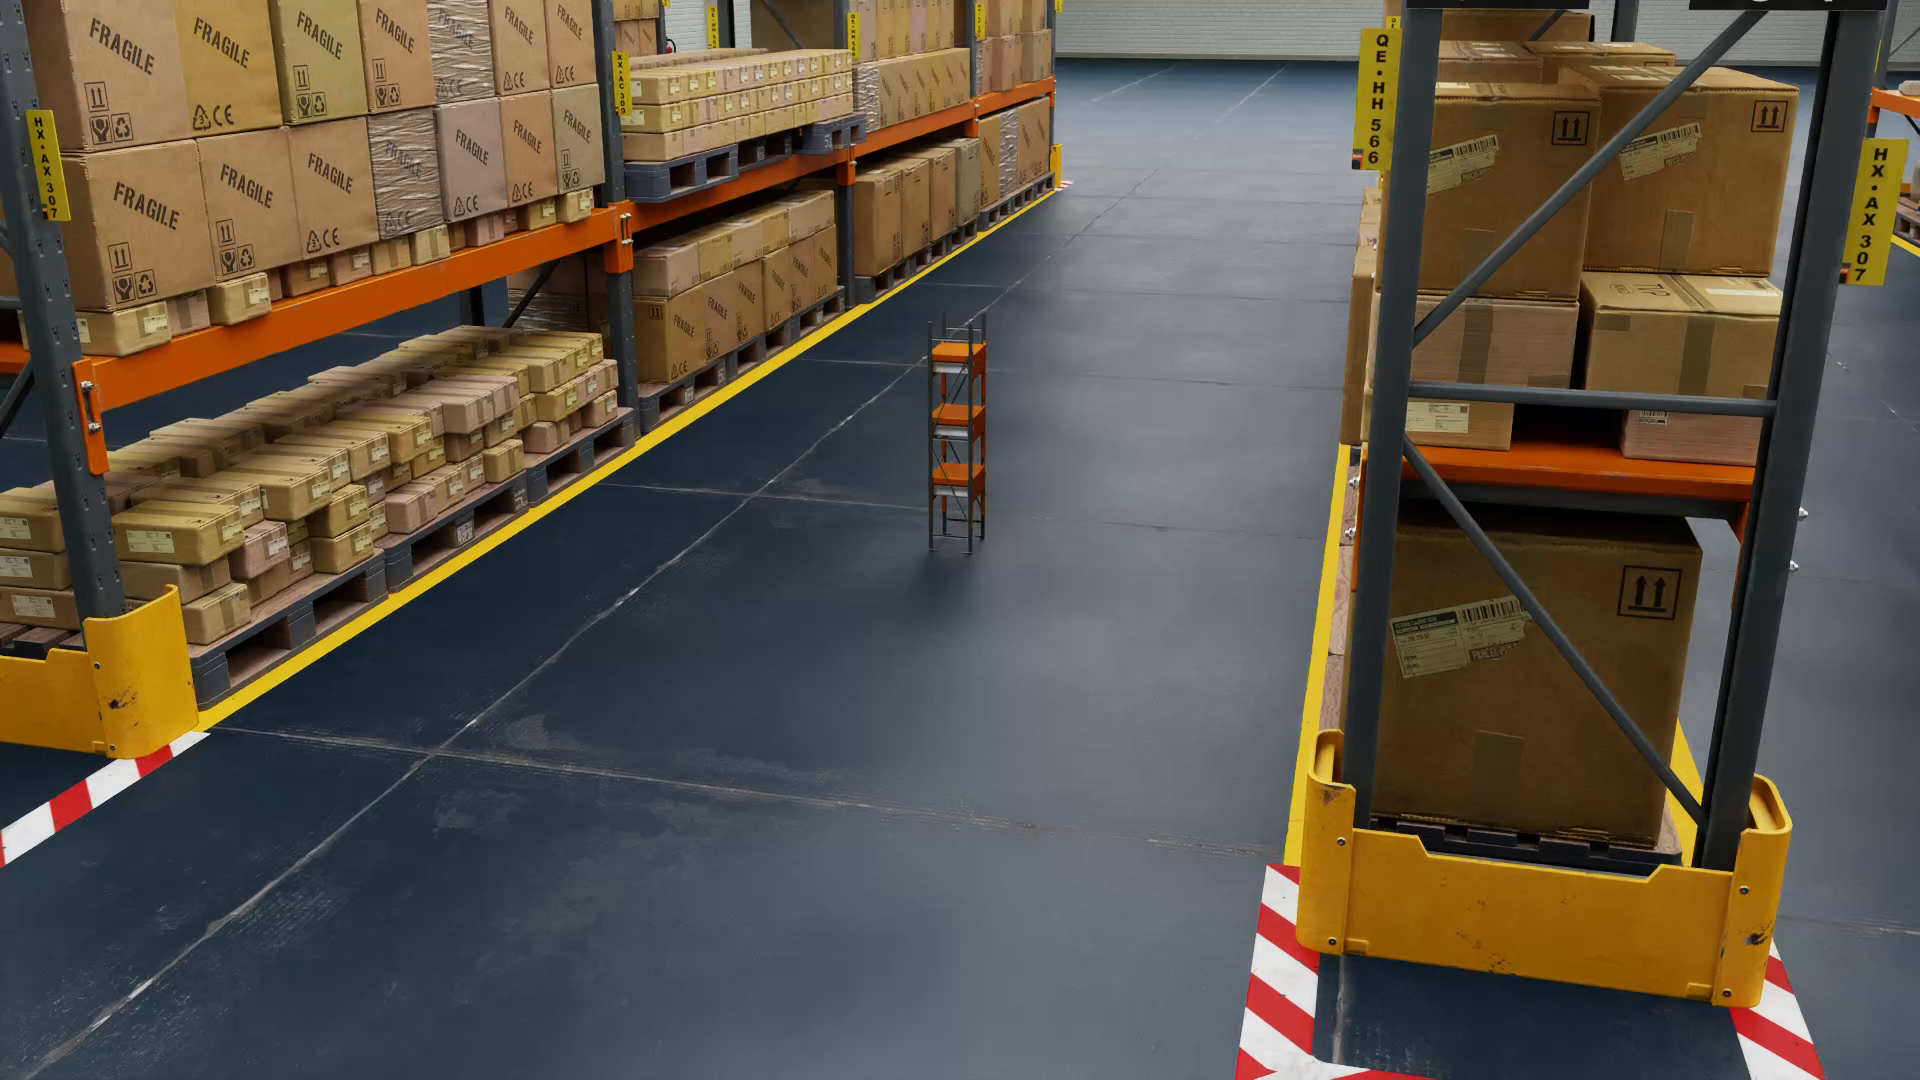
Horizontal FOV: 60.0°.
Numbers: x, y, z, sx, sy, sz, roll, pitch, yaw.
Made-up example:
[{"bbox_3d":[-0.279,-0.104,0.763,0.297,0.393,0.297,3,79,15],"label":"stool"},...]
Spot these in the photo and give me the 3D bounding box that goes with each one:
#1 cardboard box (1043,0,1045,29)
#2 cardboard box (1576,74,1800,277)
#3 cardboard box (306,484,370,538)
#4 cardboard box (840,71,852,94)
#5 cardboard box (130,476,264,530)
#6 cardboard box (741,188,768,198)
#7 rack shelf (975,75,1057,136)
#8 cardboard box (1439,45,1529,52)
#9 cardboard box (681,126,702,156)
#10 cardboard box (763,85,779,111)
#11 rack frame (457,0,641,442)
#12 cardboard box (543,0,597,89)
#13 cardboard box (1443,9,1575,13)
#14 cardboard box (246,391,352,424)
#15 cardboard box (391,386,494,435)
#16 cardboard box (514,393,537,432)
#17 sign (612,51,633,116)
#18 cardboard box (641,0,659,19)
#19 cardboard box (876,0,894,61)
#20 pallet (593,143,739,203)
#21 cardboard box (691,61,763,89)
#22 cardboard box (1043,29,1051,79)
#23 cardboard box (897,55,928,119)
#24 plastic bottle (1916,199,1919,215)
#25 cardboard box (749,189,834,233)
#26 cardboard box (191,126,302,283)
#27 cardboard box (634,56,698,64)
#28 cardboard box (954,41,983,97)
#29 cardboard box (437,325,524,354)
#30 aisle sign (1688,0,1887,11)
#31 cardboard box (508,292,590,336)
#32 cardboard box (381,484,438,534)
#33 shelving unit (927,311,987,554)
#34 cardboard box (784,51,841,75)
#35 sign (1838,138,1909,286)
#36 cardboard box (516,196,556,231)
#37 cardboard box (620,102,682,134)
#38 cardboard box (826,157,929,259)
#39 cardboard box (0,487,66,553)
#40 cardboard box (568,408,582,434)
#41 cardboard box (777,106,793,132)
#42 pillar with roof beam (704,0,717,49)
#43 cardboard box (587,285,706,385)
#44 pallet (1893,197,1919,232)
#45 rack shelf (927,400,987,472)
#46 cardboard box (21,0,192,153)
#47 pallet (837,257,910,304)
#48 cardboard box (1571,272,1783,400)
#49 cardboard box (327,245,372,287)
[{"bbox_3d":[0.509,-6.242,19.419,0.875,0.550,0.550,5,19,13],"label":"cardboard box"},{"bbox_3d":[2.015,-1.045,4.719,0.500,0.500,0.500,4,19,12],"label":"cardboard box"},{"bbox_3d":[-2.631,-0.129,6.727,0.380,0.149,0.250,5,20,15],"label":"cardboard box"},{"bbox_3d":[-0.996,-3.295,11.974,0.380,0.149,0.250,5,20,15],"label":"cardboard box"},{"bbox_3d":[-2.863,-0.123,6.246,0.380,0.149,0.250,5,19,14],"label":"cardboard box"},{"bbox_3d":[-1.720,-2.439,12.246,0.500,0.250,0.500,4,19,11],"label":"cardboard box"},{"bbox_3d":[0.149,-4.806,18.230,1.077,0.370,4.000,5,19,13],"label":"rack shelf"},{"bbox_3d":[1.998,-1.730,6.722,0.500,0.500,0.500,5,19,13],"label":"cardboard box"},{"bbox_3d":[-1.690,-2.266,9.421,0.380,0.149,0.250,5,19,14],"label":"cardboard box"},{"bbox_3d":[-1.372,-2.810,10.553,0.380,0.149,0.250,4,19,12],"label":"cardboard box"},{"bbox_3d":[-2.294,-2.012,8.937,1.000,3.000,0.127,5,19,13],"label":"rack frame"},{"bbox_3d":[-2.147,-2.504,8.217,0.500,0.500,0.500,4,19,11],"label":"cardboard box"},{"bbox_3d":[2.818,-2.526,8.735,0.797,0.503,0.637,5,19,14],"label":"cardboard box"},{"bbox_3d":[-2.986,-0.564,7.538,0.380,0.149,0.250,5,19,14],"label":"cardboard box"},{"bbox_3d":[-2.376,-0.596,7.633,0.380,0.149,0.250,4,19,11],"label":"cardboard box"},{"bbox_3d":[-2.322,-0.636,8.211,0.380,0.149,0.250,5,19,14],"label":"cardboard box"},{"bbox_3d":[-1.766,-2.381,8.679,0.100,0.325,0.005,5,19,13],"label":"sign"},{"bbox_3d":[-4.100,-6.616,20.256,0.700,0.500,0.500,4,19,12],"label":"cardboard box"},{"bbox_3d":[-0.952,-4.246,13.775,0.700,0.500,0.500,4,19,13],"label":"cardboard box"},{"bbox_3d":[-1.966,-2.149,9.636,1.003,0.211,1.213,5,19,13],"label":"pallet"},{"bbox_3d":[-1.437,-2.866,10.256,0.380,0.149,0.250,5,20,15],"label":"cardboard box"},{"bbox_3d":[0.591,-5.724,19.574,0.875,0.550,0.550,5,19,13],"label":"cardboard box"},{"bbox_3d":[-0.577,-3.906,14.328,0.500,0.500,0.500,4,19,13],"label":"cardboard box"},{"bbox_3d":[9.480,-3.332,16.342,0.097,0.271,0.097,0,19,0],"label":"plastic bottle"},{"bbox_3d":[-1.230,-2.401,12.135,0.500,0.250,0.500,4,19,12],"label":"cardboard box"},{"bbox_3d":[-2.788,-1.235,6.048,0.500,0.500,0.500,5,19,13],"label":"cardboard box"},{"bbox_3d":[-1.937,-3.085,10.899,0.380,0.149,0.250,5,20,15],"label":"cardboard box"},{"bbox_3d":[-0.261,-4.707,16.595,0.875,0.550,0.550,5,19,13],"label":"cardboard box"},{"bbox_3d":[-2.579,-1.051,8.966,0.380,0.149,0.250,5,20,16],"label":"cardboard box"},{"bbox_3d":[1.787,-1.519,3.472,0.394,0.787,0.004,5,19,13],"label":"aisle sign"},{"bbox_3d":[-2.358,-1.280,10.011,0.500,0.500,0.500,4,19,12],"label":"cardboard box"},{"bbox_3d":[-2.511,-0.144,7.229,0.380,0.149,0.250,4,19,11],"label":"cardboard box"},{"bbox_3d":[-0.013,-0.480,7.469,0.215,1.050,0.252,5,19,13],"label":"shelving unit"},{"bbox_3d":[-1.056,-3.359,11.699,0.380,0.149,0.250,4,19,13],"label":"cardboard box"},{"bbox_3d":[2.050,-0.736,3.741,0.100,0.325,0.005,5,19,13],"label":"sign"},{"bbox_3d":[-2.218,-1.617,8.169,0.380,0.149,0.250,5,20,16],"label":"cardboard box"},{"bbox_3d":[-1.752,-2.320,9.117,0.380,0.149,0.250,5,19,14],"label":"cardboard box"},{"bbox_3d":[-0.871,-2.858,14.245,1.050,0.750,0.750,5,19,14],"label":"cardboard box"},{"bbox_3d":[-3.388,-0.075,6.108,0.380,0.149,0.250,5,19,14],"label":"cardboard box"},{"bbox_3d":[-2.204,-0.637,8.672,0.380,0.149,0.250,5,20,15],"label":"cardboard box"},{"bbox_3d":[-1.310,-2.753,10.846,0.380,0.149,0.250,5,20,15],"label":"cardboard box"},{"bbox_3d":[-1.473,-14.517,36.267,9.100,9.000,0.400,5,19,13],"label":"pillar with roof beam"},{"bbox_3d":[-1.857,-1.238,9.890,0.500,0.500,0.500,5,20,16],"label":"cardboard box"},{"bbox_3d":[10.049,-3.357,17.190,1.003,0.211,1.213,5,19,13],"label":"pallet"},{"bbox_3d":[-0.013,-0.470,7.472,0.215,0.259,0.240,5,19,13],"label":"rack shelf"},{"bbox_3d":[-2.904,-1.539,5.391,0.500,0.500,0.500,5,19,13],"label":"cardboard box"},{"bbox_3d":[-1.051,-2.187,13.765,1.003,0.211,1.213,5,19,13],"label":"pallet"},{"bbox_3d":[1.892,-0.534,4.381,0.500,0.250,0.500,4,19,12],"label":"cardboard box"},{"bbox_3d":[-2.627,-1.128,6.739,0.380,0.149,0.250,4,19,12],"label":"cardboard box"}]
